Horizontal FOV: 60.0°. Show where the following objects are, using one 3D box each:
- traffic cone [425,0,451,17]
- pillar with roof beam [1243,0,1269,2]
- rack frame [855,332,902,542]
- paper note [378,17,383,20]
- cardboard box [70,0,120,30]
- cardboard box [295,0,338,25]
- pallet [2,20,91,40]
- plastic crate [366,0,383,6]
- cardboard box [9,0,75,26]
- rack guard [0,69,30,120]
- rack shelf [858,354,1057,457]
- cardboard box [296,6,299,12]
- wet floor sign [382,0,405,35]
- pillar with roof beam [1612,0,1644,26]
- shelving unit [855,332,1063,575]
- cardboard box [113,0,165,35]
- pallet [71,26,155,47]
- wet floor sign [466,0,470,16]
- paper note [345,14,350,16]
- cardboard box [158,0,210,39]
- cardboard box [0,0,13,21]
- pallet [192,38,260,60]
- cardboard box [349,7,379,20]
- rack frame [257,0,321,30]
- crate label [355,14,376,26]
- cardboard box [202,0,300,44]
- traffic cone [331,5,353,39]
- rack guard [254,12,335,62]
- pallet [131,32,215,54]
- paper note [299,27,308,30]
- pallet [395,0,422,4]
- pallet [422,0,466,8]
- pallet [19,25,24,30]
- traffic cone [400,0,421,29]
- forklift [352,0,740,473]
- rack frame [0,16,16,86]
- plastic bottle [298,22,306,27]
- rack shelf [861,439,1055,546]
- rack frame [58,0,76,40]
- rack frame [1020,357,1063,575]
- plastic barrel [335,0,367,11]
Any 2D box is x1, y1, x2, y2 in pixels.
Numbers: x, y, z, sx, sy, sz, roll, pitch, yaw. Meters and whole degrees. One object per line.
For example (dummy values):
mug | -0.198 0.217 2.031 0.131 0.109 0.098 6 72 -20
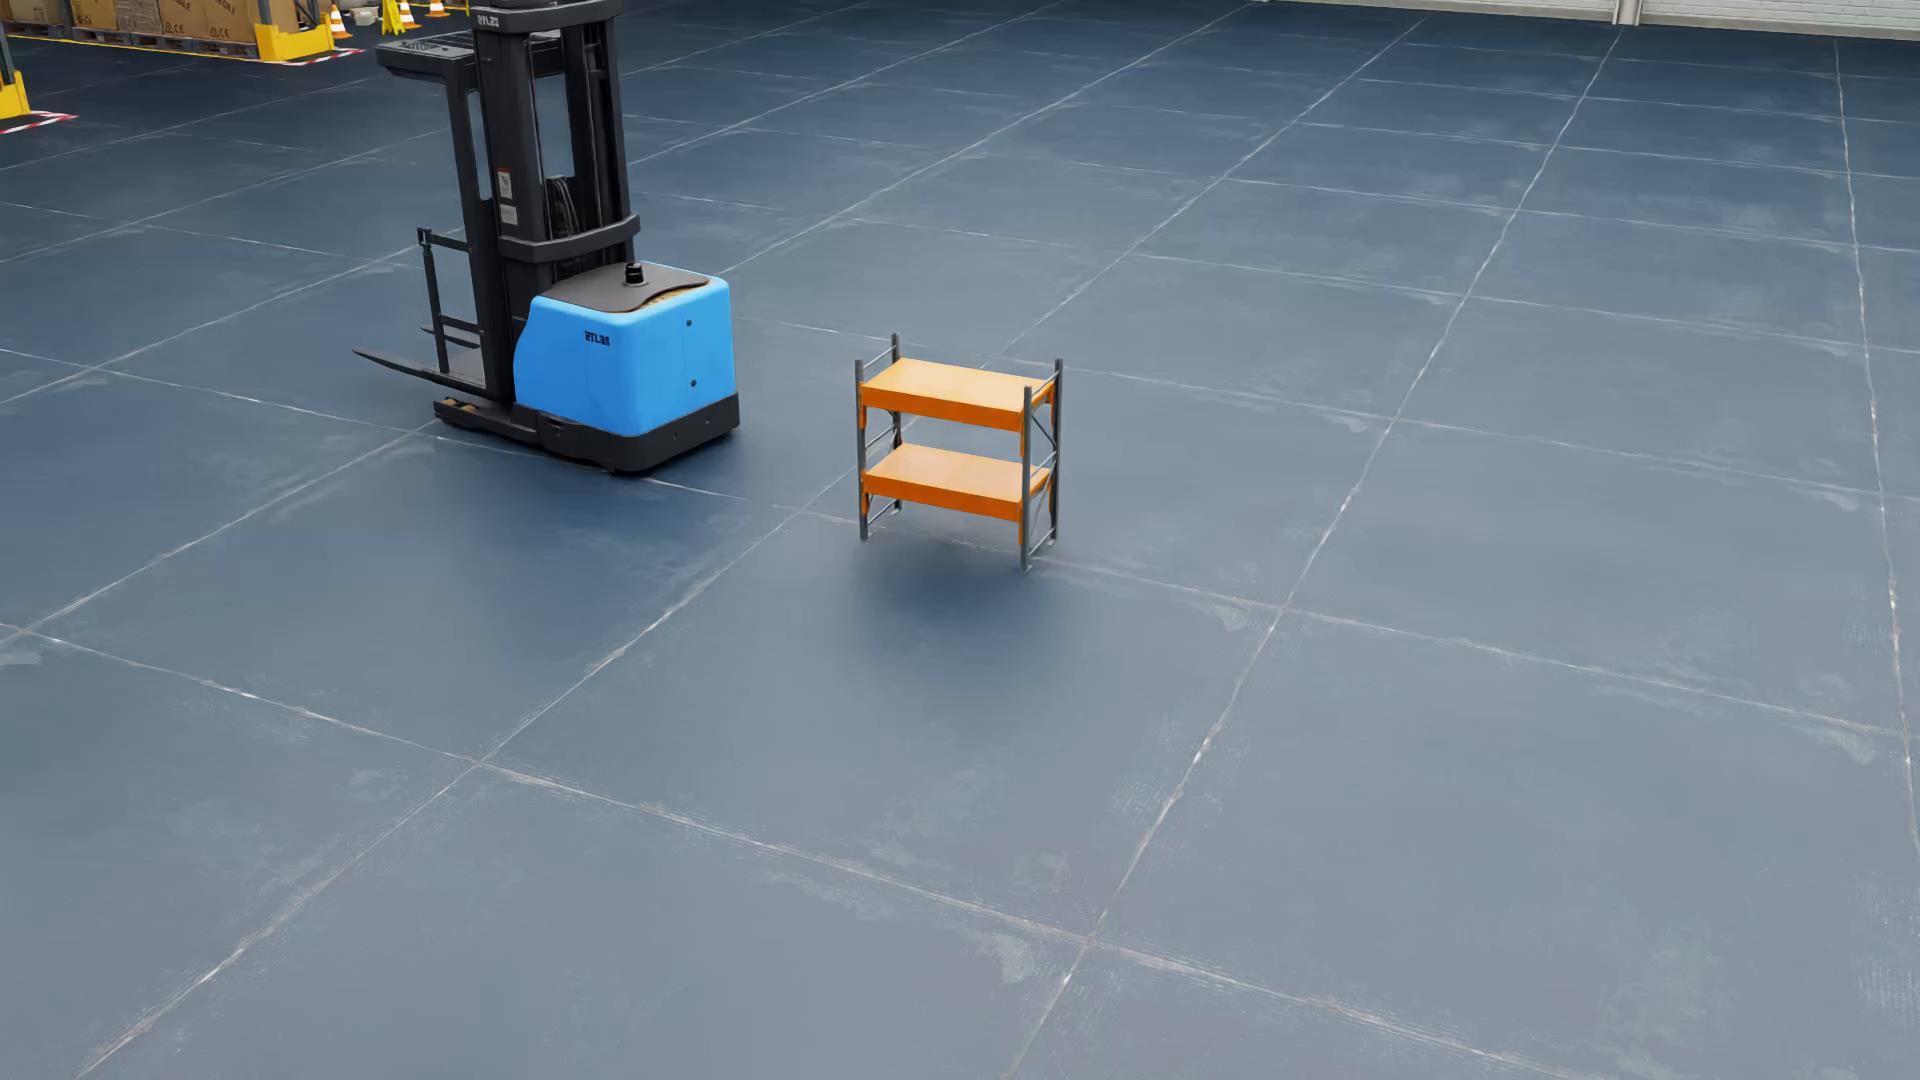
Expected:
traffic cone | -8.524 -8.775 27.050 0.334 0.463 0.336 11 28 22
pillar with roof beam | 3.334 -11.606 23.136 0.400 9.000 9.100 11 28 22
rack frame | -0.469 -0.599 9.693 0.032 1.125 0.500 11 28 22
paper note | -9.283 -8.394 26.764 0.142 0.019 0.148 2 26 4
cardboard box | -12.653 -8.168 24.874 0.875 0.875 0.875 12 29 23
cardboard box | -10.245 -8.537 26.519 0.637 0.503 0.797 -7 27 -14
pallet | -13.930 -7.936 25.629 1.213 0.211 1.003 11 28 22
plastic crate | -10.150 -9.158 28.261 0.583 0.080 0.402 2 26 4
cardboard box | -13.799 -8.332 25.350 0.750 0.750 1.050 11 28 22
rack guard | -11.769 -5.261 19.870 0.348 0.500 1.175 11 28 22
rack shelf | -0.006 -0.768 9.375 1.000 0.278 0.538 11 28 22
cardboard box | -11.100 -8.765 26.830 0.503 0.637 0.797 11 28 22
wet floor sign | -8.709 -8.079 25.429 0.232 0.644 0.267 6 27 13
pillar with roof beam | 8.796 -10.509 20.907 0.400 9.000 9.100 11 28 22
shelving unit | -0.006 -0.506 9.504 1.048 1.125 0.538 11 28 22
cardboard box | -11.831 -8.005 24.543 0.875 0.875 0.875 12 28 22
pallet | -12.537 -7.654 25.058 1.213 0.211 1.003 11 28 22
wet floor sign | -7.868 -8.832 26.959 0.232 0.644 0.267 23 35 39
paper note | -9.994 -8.604 27.205 0.142 0.019 0.148 23 35 39
cardboard box | -11.002 -7.837 24.202 0.875 0.875 0.875 11 28 21
cardboard box | -14.675 -8.510 25.711 0.750 0.750 1.050 11 28 22
pallet | -10.315 -7.208 24.152 1.213 0.211 1.003 11 28 22
cardboard box | -9.627 -8.502 26.850 0.380 0.149 0.250 -18 31 -31
rack frame | -9.555 -8.345 23.303 0.127 3.000 1.000 11 28 22
crate label | -9.415 -8.239 26.330 0.298 0.136 0.250 -2 26 -5
cardboard box | -10.200 -7.677 23.877 0.875 0.875 0.875 12 28 22
traffic cone | -9.451 -7.875 25.220 0.334 0.463 0.336 11 28 22
rack guard | -9.533 -7.219 23.846 0.348 0.500 1.175 11 28 22
pallet | -11.422 -7.432 24.606 1.213 0.211 1.003 11 28 22
paper note | -10.242 -7.974 25.913 0.142 0.017 0.144 23 35 39
pallet | -9.499 -9.503 28.812 1.213 0.211 1.003 11 28 22
pallet | -8.392 -9.279 28.358 1.213 0.211 1.003 11 28 22
pallet | -15.045 -8.158 26.081 1.213 0.211 1.003 11 28 22
traffic cone | -8.674 -8.267 26.017 0.334 0.463 0.336 11 28 22
forklift | -2.976 -2.233 10.968 3.031 2.935 1.130 17 31 31
rack frame | -11.700 -6.369 19.290 0.127 3.000 1.000 11 28 22
plastic bottle | -10.454 -8.110 26.153 0.283 0.061 0.133 2 26 4
rack shelf | -0.006 -0.287 9.612 1.000 0.278 0.538 11 28 22
rack frame | -13.196 -9.076 24.788 0.127 3.000 1.000 11 28 22
rack frame | 0.457 -0.413 9.315 0.032 1.125 0.500 11 28 22
plastic barrel | -10.105 -8.967 27.483 0.512 0.421 0.421 -12 29 -23
